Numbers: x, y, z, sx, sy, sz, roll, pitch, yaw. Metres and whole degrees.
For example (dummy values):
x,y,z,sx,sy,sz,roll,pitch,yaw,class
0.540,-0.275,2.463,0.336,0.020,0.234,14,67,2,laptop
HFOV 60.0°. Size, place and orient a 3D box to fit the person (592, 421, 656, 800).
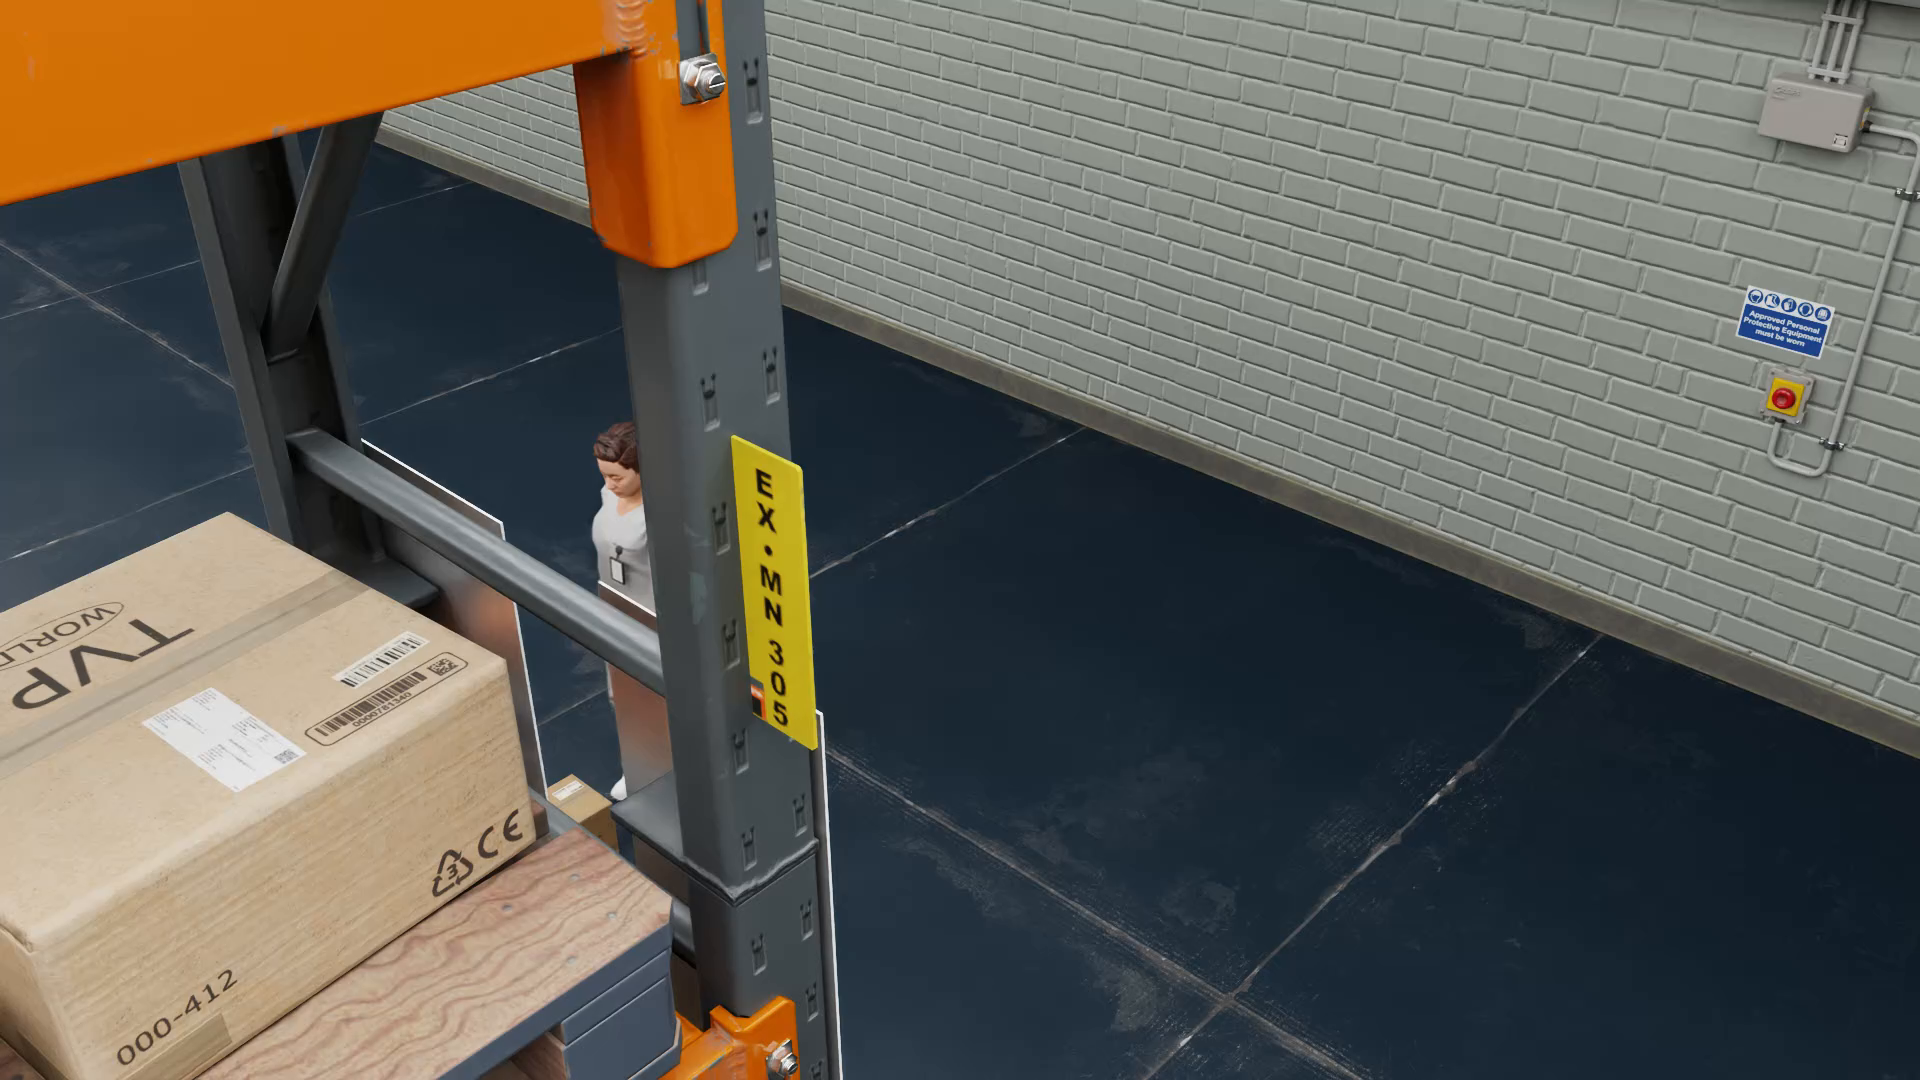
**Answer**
x,y,z,sx,sy,sz,roll,pitch,yaw,class
-1.141,0.304,6.149,0.443,1.671,0.362,26,40,36,person
